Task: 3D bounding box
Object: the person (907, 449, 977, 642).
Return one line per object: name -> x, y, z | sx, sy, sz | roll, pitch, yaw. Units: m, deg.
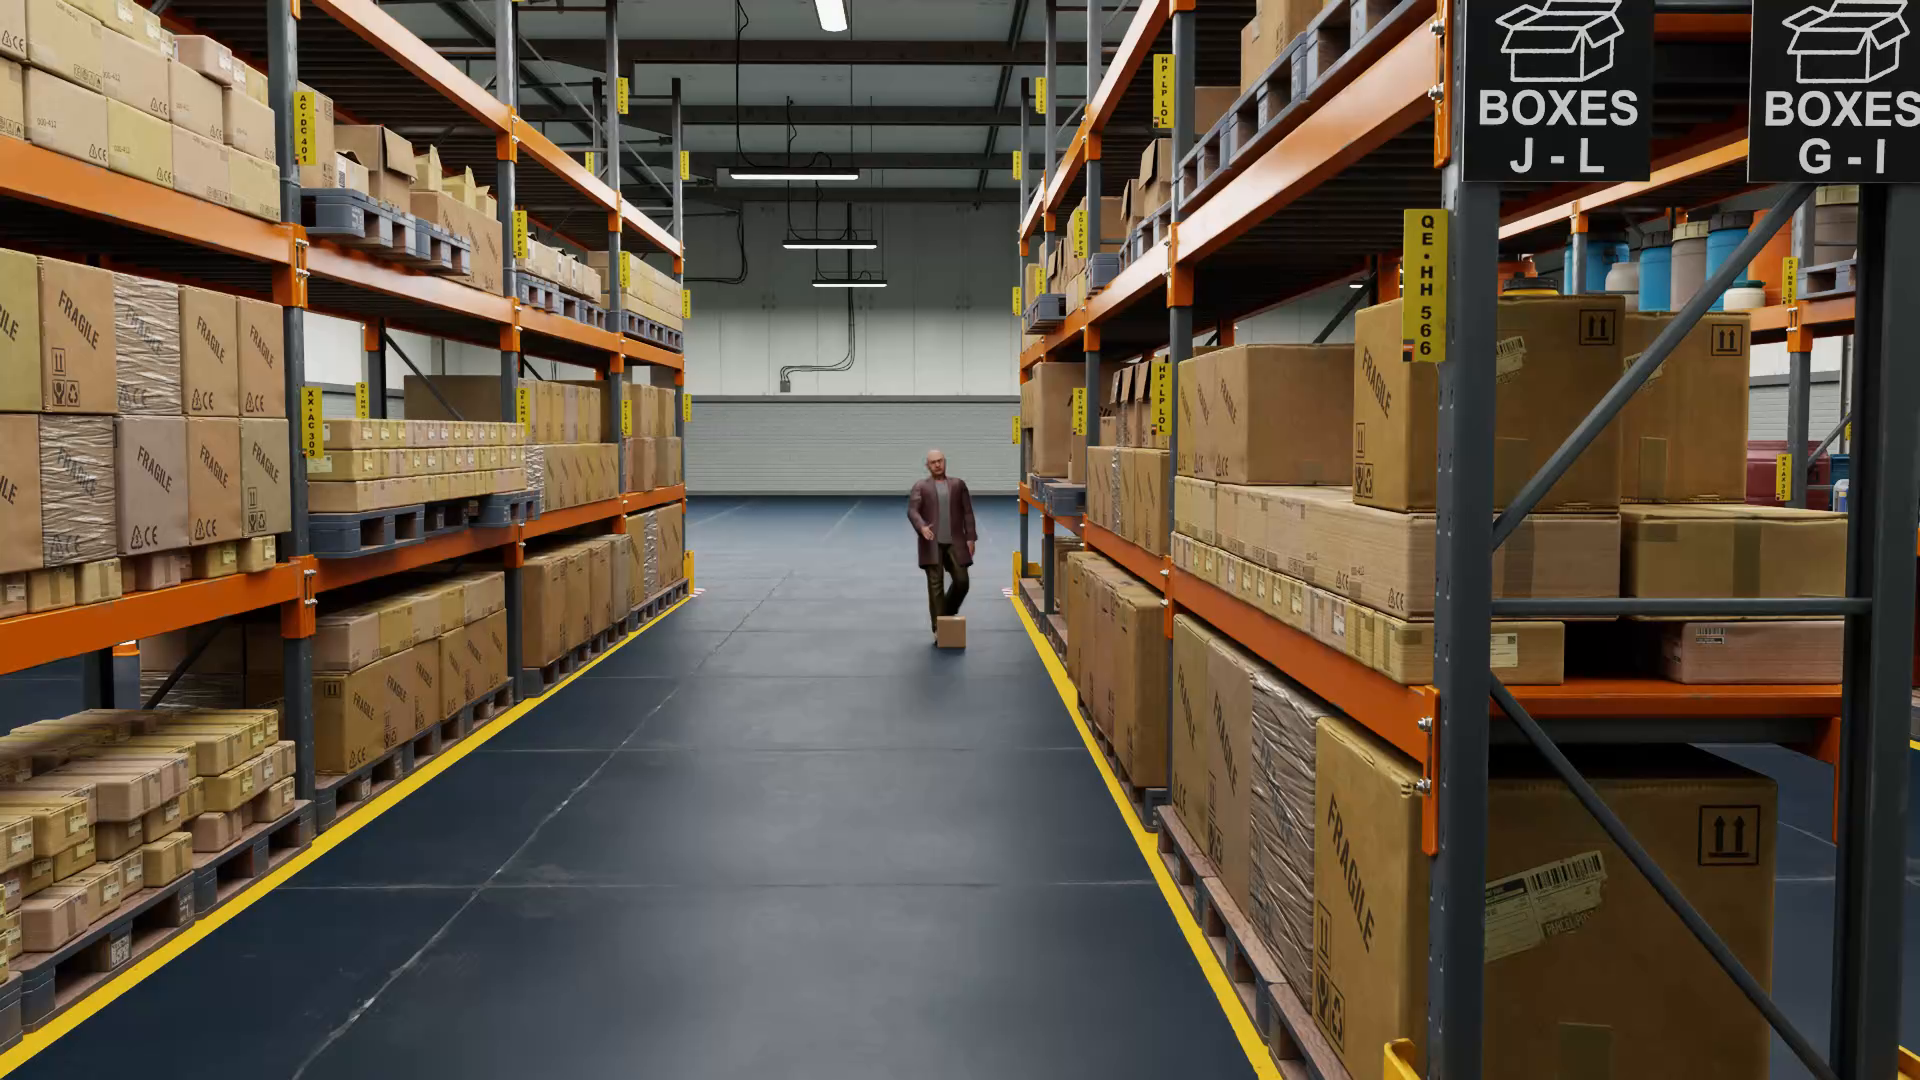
person -> -0.139, 0.039, 15.221 | 0.666, 1.732, 0.851 | -1, 4, -11
